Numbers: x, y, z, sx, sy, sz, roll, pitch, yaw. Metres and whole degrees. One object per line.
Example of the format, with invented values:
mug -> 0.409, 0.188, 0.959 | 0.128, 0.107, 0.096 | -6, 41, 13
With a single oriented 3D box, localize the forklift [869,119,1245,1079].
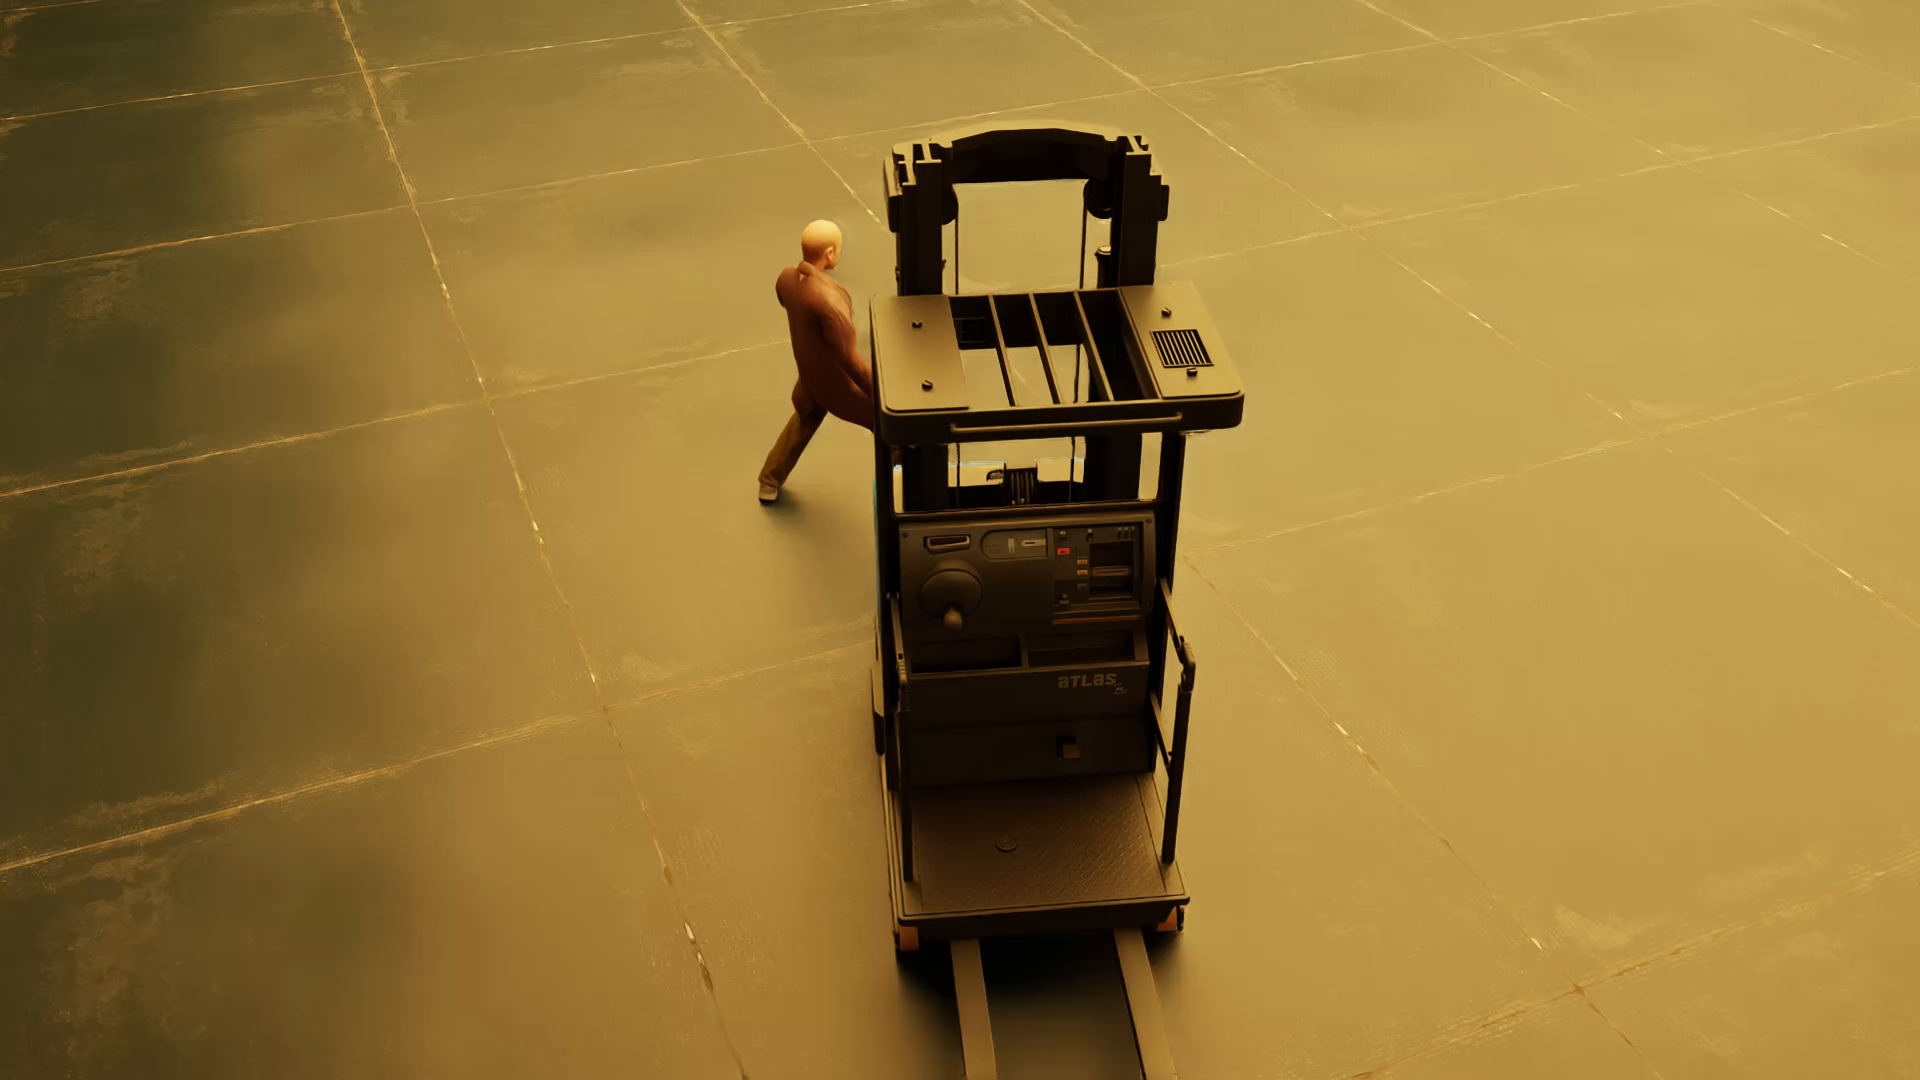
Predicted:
forklift -> 0.269, 0.178, 5.849 | 1.130, 2.935, 3.031 | -3, 36, -5

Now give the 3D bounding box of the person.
person -> -0.648, -0.878, 8.499 | 0.781, 1.645, 1.001 | -20, 40, -26
